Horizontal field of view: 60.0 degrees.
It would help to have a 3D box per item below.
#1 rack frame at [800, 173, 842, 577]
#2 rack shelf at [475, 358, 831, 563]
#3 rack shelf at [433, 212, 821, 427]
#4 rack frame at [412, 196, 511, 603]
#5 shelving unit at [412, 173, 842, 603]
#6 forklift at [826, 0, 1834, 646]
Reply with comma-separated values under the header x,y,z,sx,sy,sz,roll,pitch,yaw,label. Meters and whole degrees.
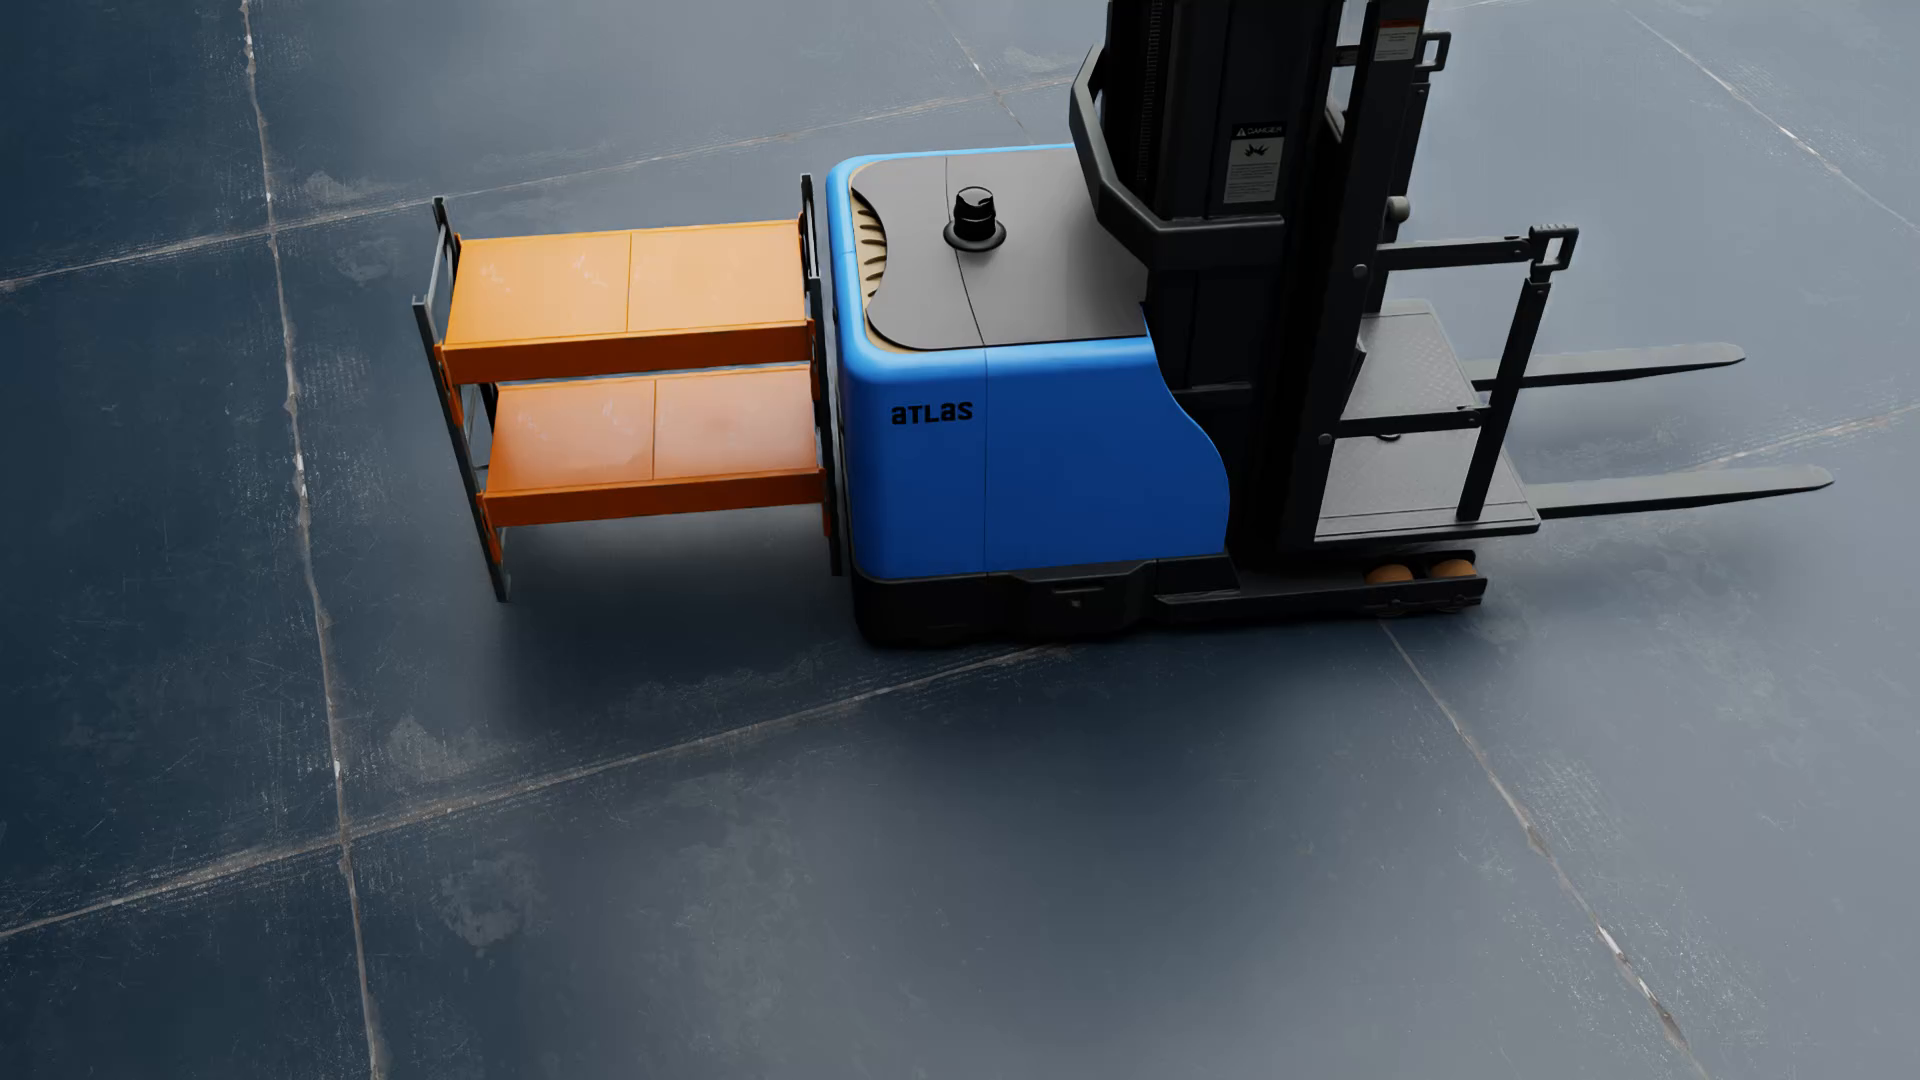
x,y,z,sx,sy,sz,roll,pitch,yaw,label
-0.407,-0.461,4.916,0.032,1.125,0.500,-5,45,-4,rack frame
-0.913,-0.249,5.049,1.000,0.278,0.538,-5,45,-4,rack shelf
-0.913,-0.628,4.668,1.000,0.278,0.538,-5,45,-4,rack shelf
-1.418,-0.381,4.836,0.032,1.125,0.500,-5,45,-4,rack frame
-0.913,-0.421,4.876,1.048,1.125,0.538,-5,45,-4,shelving unit
1.149,-1.172,4.349,3.031,2.935,1.130,-5,45,-4,forklift
